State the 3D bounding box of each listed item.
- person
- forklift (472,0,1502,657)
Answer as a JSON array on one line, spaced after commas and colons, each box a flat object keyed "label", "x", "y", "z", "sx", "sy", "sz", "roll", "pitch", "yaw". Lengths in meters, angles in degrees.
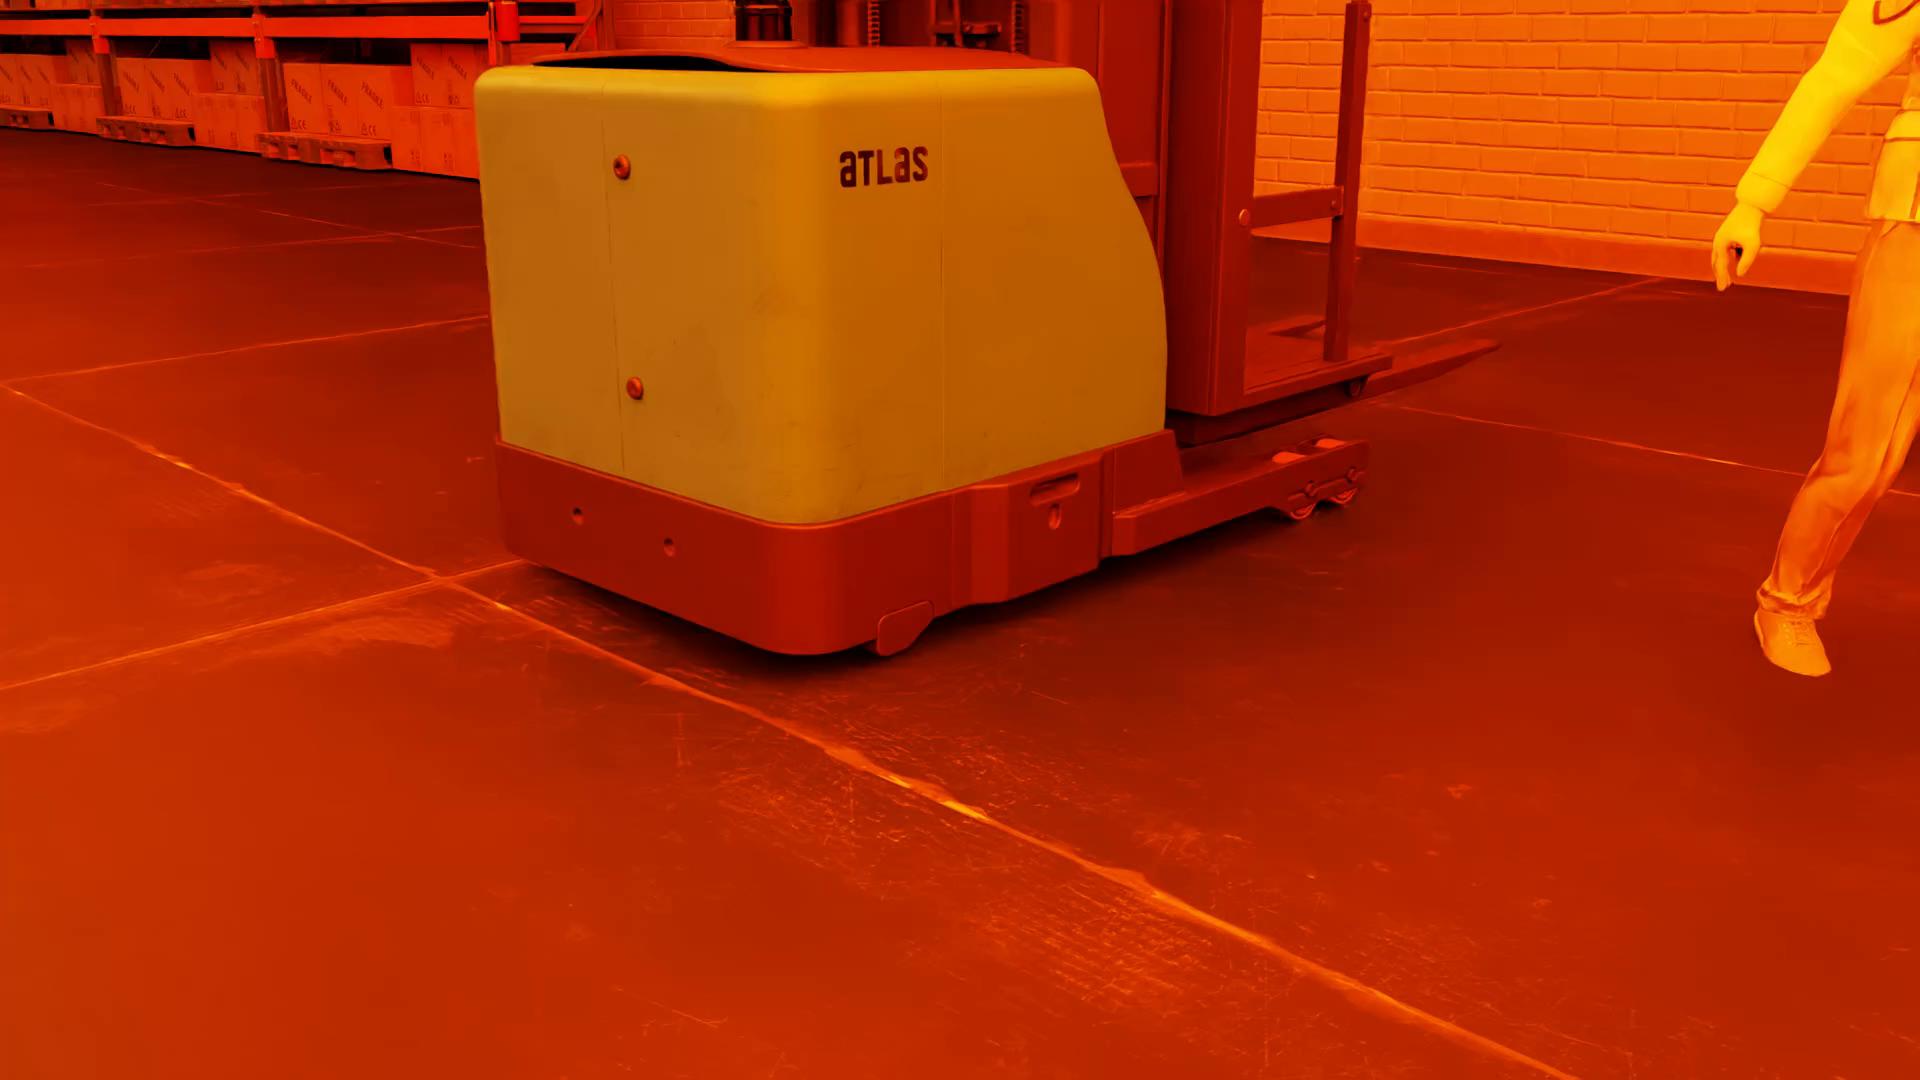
[{"label": "person", "x": 1.723, "y": -0.498, "z": 2.875, "sx": 0.799, "sy": 1.650, "sz": 0.440, "roll": 2, "pitch": 17, "yaw": 5}, {"label": "forklift", "x": 0.385, "y": -1.541, "z": 3.919, "sx": 1.130, "sy": 2.935, "sz": 3.031, "roll": 16, "pitch": 23, "yaw": 41}]
